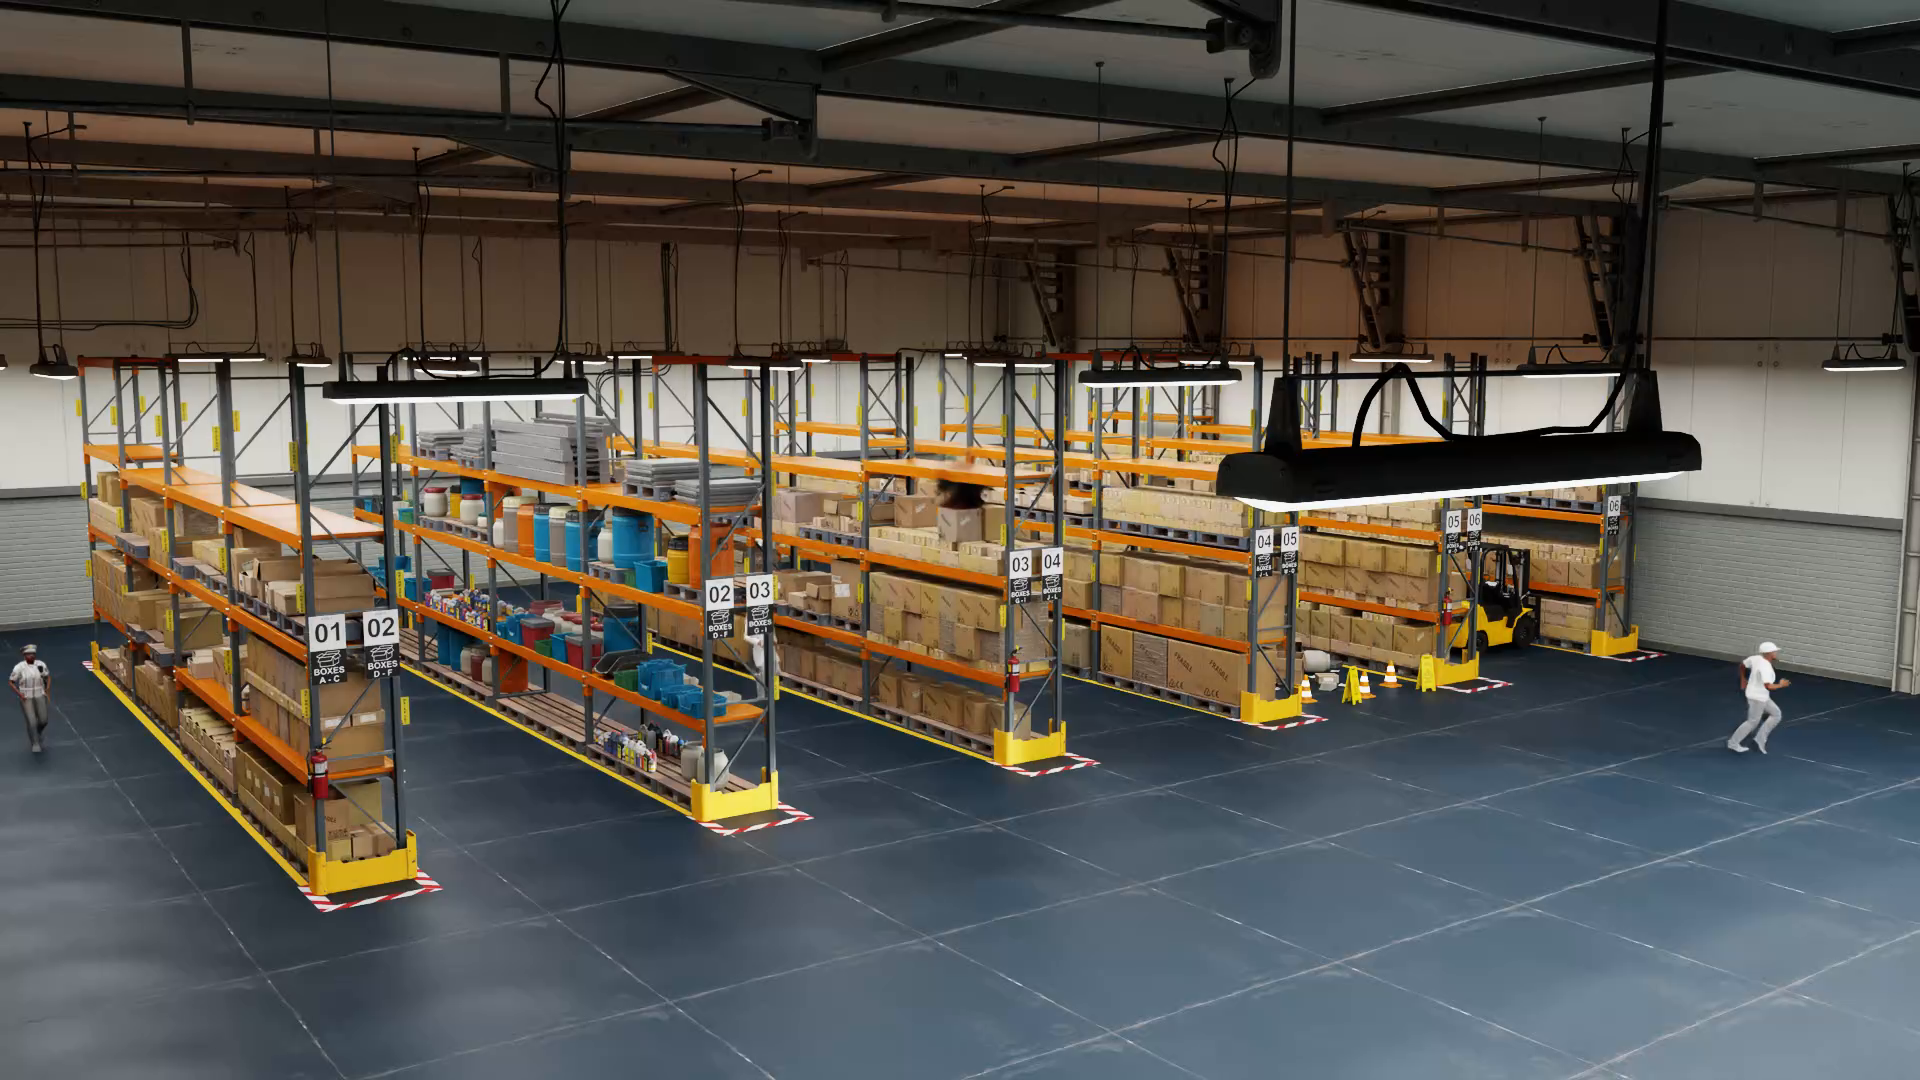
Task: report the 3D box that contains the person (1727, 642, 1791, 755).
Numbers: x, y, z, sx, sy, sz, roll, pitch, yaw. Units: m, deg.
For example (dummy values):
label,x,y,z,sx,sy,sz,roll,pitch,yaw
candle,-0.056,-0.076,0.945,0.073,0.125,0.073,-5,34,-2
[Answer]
label,x,y,z,sx,sy,sz,roll,pitch,yaw
person,12.130,2.404,25.235,0.804,1.749,0.733,2,7,18

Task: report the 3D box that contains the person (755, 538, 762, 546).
label,x,y,z,sx,sy,sz,roll,pitch,yaw
person,-5.042,0.508,41.344,0.801,1.778,0.784,-7,10,-44

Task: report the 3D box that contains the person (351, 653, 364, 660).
label,x,y,z,sx,sy,sz,roll,pitch,yaw
person,-10.373,2.058,28.014,0.723,1.795,0.864,-6,9,-42

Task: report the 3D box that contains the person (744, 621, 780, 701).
label,x,y,z,sx,sy,sz,roll,pitch,yaw
person,-3.429,1.947,29.090,0.705,1.727,0.646,-6,9,-42

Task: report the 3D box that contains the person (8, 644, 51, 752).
label,x,y,z,sx,sy,sz,roll,pitch,yaw
person,-14.281,2.419,25.581,0.591,1.666,0.500,-6,9,-40
